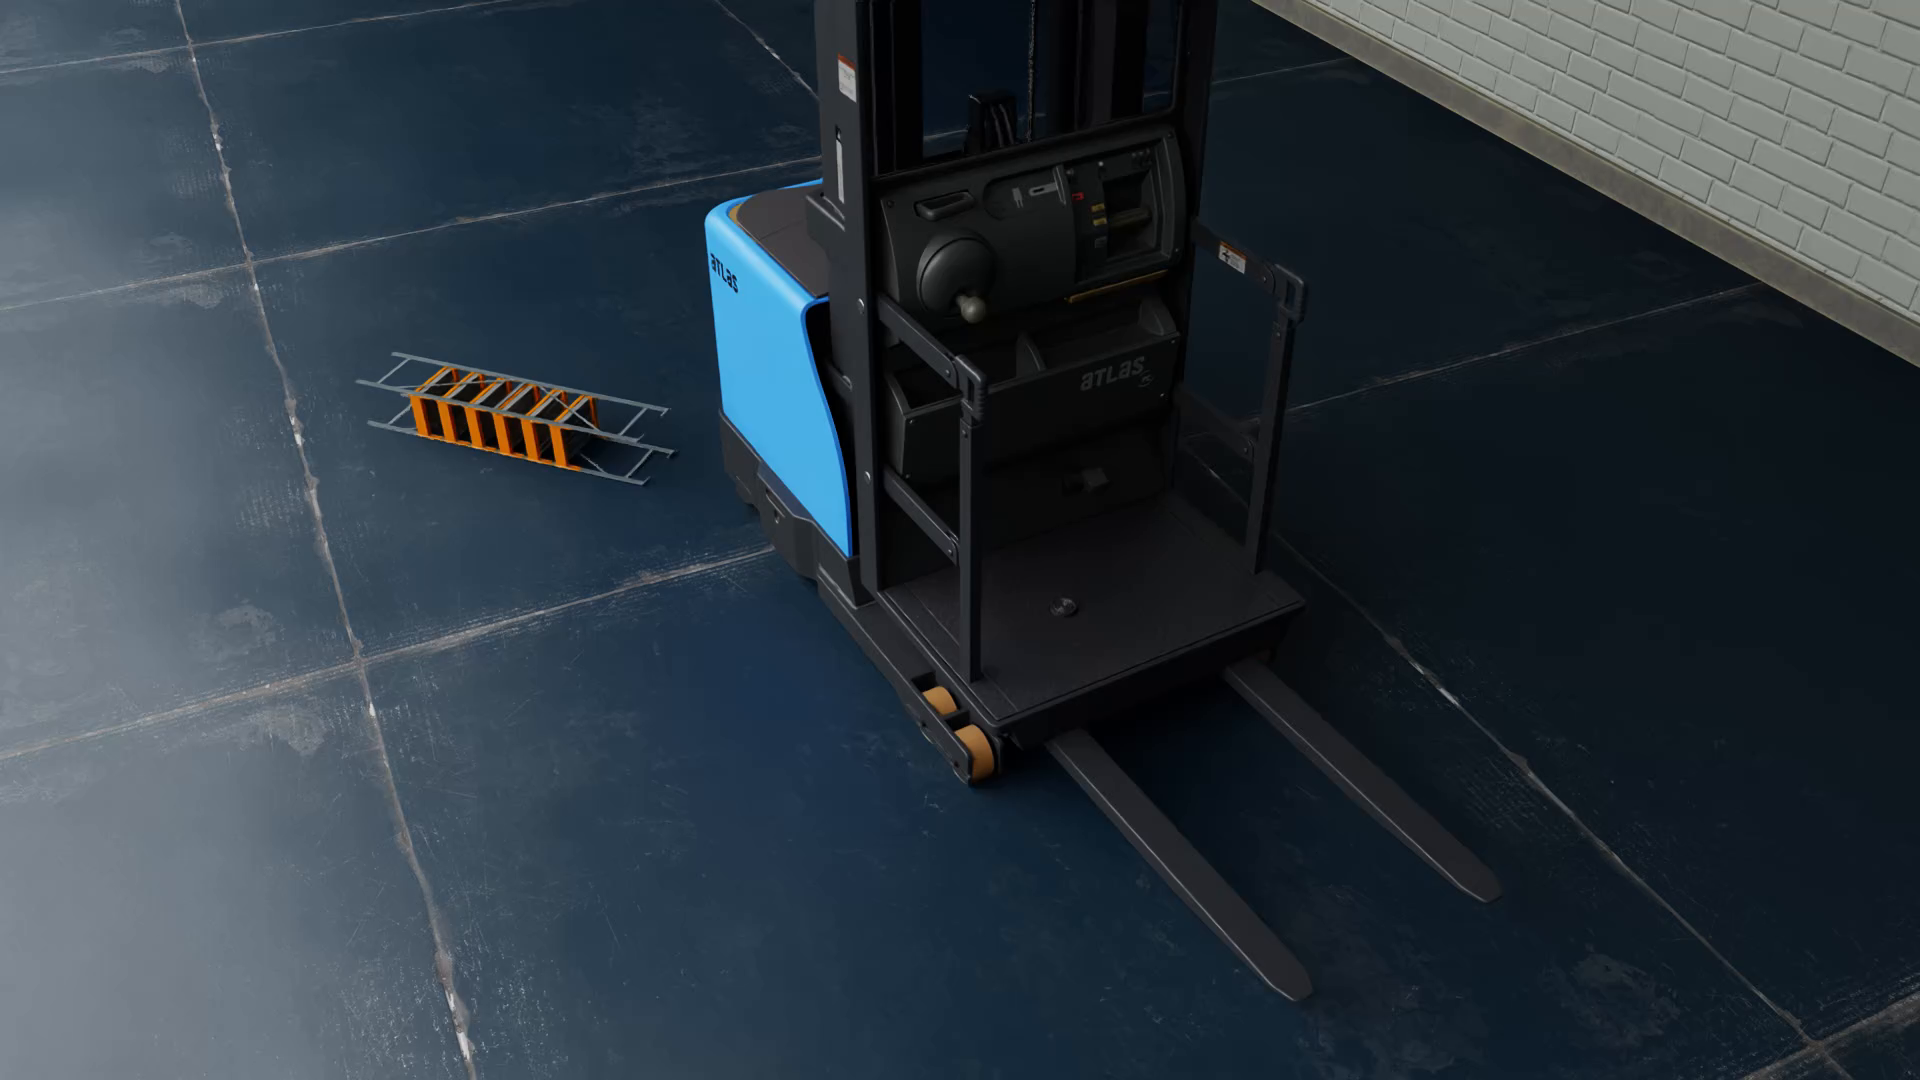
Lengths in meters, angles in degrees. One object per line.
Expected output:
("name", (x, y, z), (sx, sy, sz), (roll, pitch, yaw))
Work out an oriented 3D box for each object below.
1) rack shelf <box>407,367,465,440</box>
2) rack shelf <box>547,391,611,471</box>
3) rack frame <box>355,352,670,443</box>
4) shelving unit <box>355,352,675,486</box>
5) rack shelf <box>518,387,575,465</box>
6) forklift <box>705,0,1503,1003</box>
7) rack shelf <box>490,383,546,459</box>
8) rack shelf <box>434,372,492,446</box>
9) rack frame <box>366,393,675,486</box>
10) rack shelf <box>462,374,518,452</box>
("rack shelf", (-1.958, -0.526, 6.298), (0.103, 0.180, 0.258), (12, 38, 17))
("rack shelf", (-1.397, -0.402, 6.125), (0.103, 0.180, 0.258), (12, 38, 17))
("rack frame", (-1.664, -0.534, 6.152), (1.200, 0.006, 0.240), (12, 38, 17))
("shelving unit", (-1.663, -0.461, 6.207), (1.200, 0.189, 0.258), (12, 38, 17))
("rack shelf", (-1.509, -0.427, 6.160), (0.103, 0.180, 0.258), (12, 38, 17))
("forklift", (0.323, -0.791, 4.356), (1.130, 2.935, 3.031), (-19, 41, -24))
("rack shelf", (-1.622, -0.452, 6.194), (0.103, 0.180, 0.258), (12, 38, 17))
("rack shelf", (-1.846, -0.501, 6.263), (0.103, 0.180, 0.258), (12, 38, 17))
("rack frame", (-1.663, -0.387, 6.261), (1.200, 0.006, 0.240), (12, 38, 17))
("rack shelf", (-1.734, -0.476, 6.229), (0.103, 0.180, 0.258), (12, 38, 17))
